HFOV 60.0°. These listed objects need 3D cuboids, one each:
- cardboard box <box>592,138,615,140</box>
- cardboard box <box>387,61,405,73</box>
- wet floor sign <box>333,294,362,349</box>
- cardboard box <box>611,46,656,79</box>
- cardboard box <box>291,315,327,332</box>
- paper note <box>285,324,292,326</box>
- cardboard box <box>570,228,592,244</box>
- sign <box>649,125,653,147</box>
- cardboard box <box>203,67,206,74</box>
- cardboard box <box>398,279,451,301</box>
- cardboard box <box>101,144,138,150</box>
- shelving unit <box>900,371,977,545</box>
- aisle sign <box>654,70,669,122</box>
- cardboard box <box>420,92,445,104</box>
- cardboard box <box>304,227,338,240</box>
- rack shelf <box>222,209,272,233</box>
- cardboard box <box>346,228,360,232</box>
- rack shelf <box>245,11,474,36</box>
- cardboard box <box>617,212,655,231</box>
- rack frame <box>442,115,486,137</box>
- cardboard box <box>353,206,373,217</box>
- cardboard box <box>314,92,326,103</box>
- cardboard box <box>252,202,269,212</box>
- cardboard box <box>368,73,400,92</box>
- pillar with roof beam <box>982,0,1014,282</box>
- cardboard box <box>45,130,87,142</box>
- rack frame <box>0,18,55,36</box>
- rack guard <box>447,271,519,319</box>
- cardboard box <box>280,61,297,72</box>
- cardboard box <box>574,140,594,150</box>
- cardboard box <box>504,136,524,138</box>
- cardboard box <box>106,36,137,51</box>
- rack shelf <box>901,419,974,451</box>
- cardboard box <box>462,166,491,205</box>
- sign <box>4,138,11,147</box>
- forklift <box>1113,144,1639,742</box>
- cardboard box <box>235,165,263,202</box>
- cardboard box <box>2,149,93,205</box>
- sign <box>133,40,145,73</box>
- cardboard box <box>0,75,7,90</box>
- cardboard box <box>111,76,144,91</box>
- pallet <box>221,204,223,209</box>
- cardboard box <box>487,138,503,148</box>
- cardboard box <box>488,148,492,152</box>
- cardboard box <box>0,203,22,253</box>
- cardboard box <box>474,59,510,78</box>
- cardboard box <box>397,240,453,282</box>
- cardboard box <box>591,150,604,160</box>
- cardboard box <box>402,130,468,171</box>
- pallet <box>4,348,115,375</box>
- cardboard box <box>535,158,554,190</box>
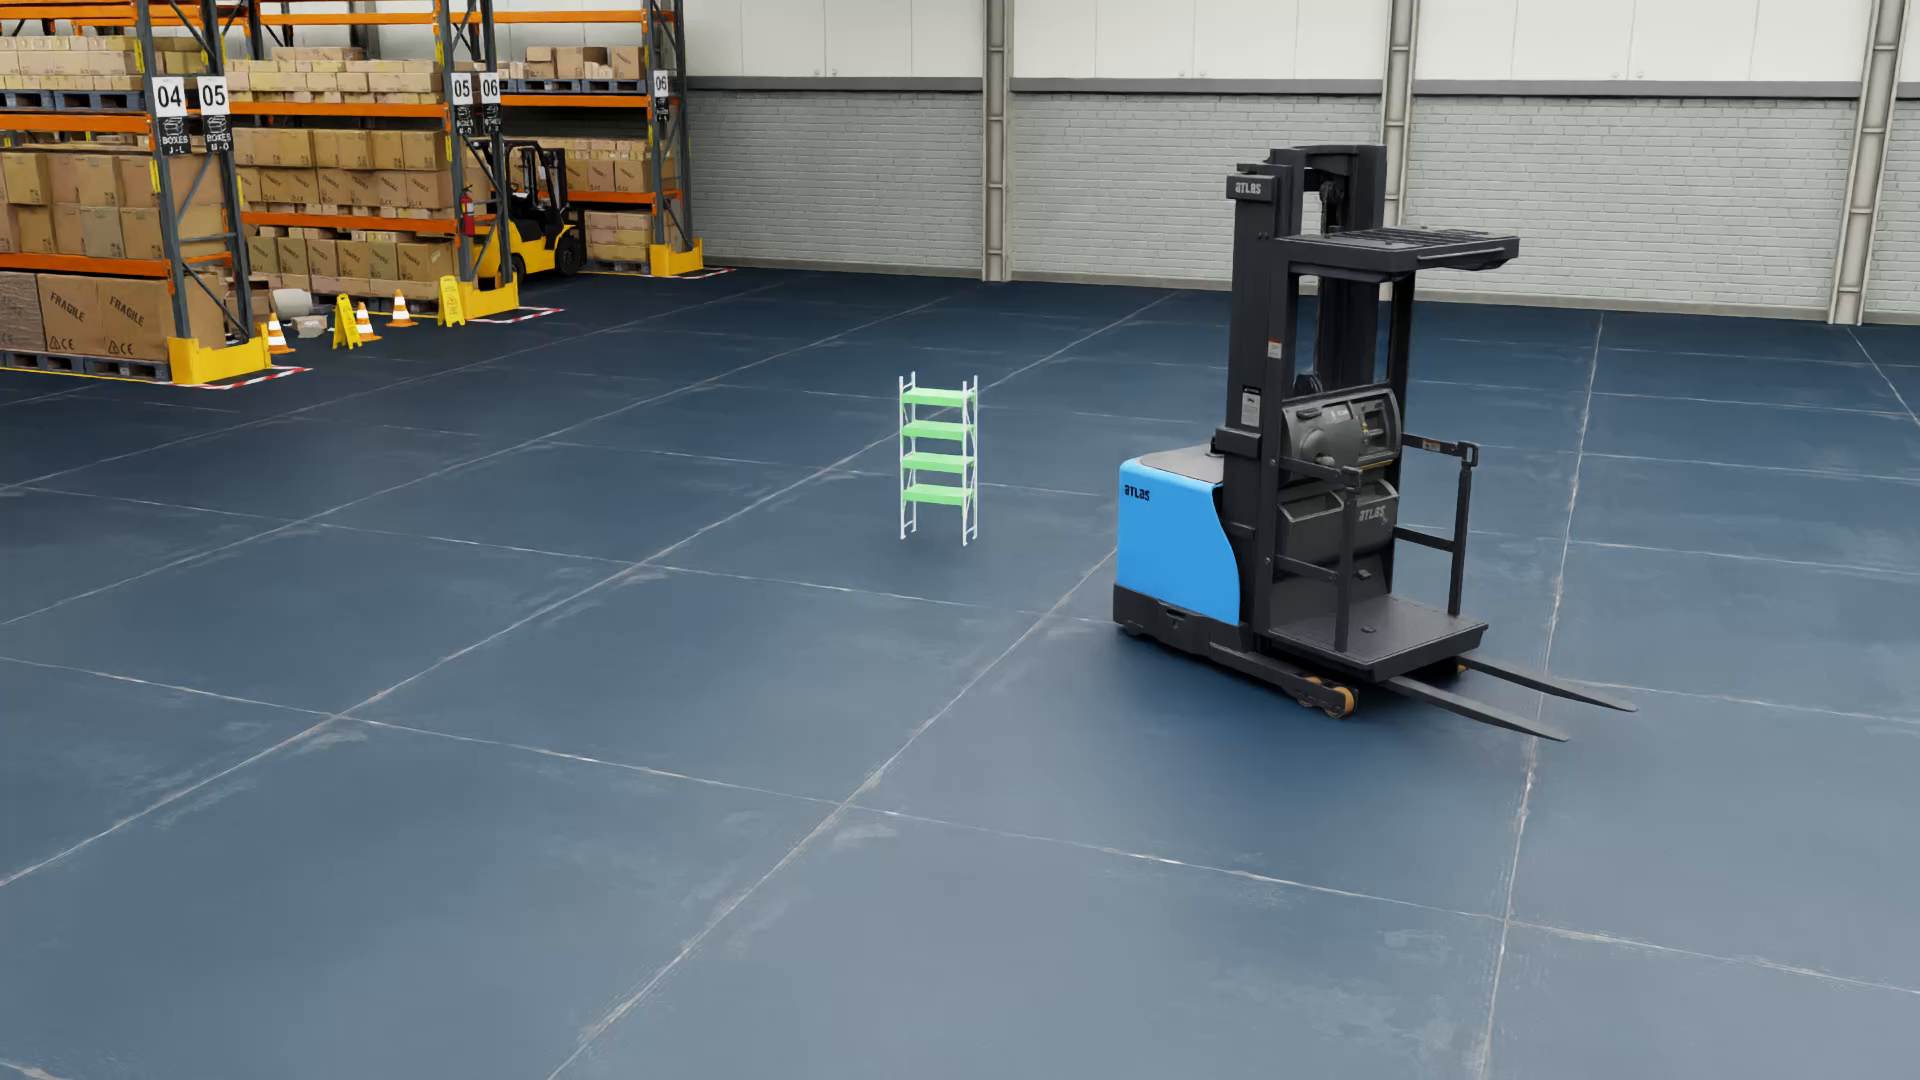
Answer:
[{"bbox_3d":[-5.874,-6.563,27.524,0.250,0.149,0.380,7,18,22],"label":"cardboard box"},{"bbox_3d":[-7.390,-6.293,22.111,0.250,0.149,0.380,6,17,20],"label":"cardboard box"},{"bbox_3d":[-7.465,-2.660,20.180,0.232,0.644,0.267,3,17,11],"label":"wet floor sign"},{"bbox_3d":[-5.180,-7.583,26.421,0.500,0.500,0.500,7,18,22],"label":"cardboard box"},{"bbox_3d":[-8.456,-2.816,21.606,0.380,0.149,0.250,-12,20,-37],"label":"cardboard box"},{"bbox_3d":[-8.842,-2.850,21.955,0.142,0.019,0.148,14,21,40],"label":"paper note"},{"bbox_3d":[-6.197,-5.054,27.484,0.500,0.250,0.500,6,17,19],"label":"cardboard box"},{"bbox_3d":[-4.891,-6.393,26.313,0.005,0.325,0.100,6,17,21],"label":"sign"},{"bbox_3d":[-10.814,-6.576,23.581,0.500,0.250,0.500,6,17,20],"label":"cardboard box"},{"bbox_3d":[-7.370,-3.471,22.929,0.500,0.250,0.500,6,17,20],"label":"cardboard box"},{"bbox_3d":[-12.159,-5.522,24.349,0.500,0.500,0.500,6,17,19],"label":"cardboard box"},{"bbox_3d":[-0.154,-0.593,12.065,0.503,1.200,0.258,6,17,21],"label":"shelving unit"},{"bbox_3d":[-4.726,-7.028,26.339,0.004,0.787,0.394,6,17,21],"label":"aisle sign"},{"bbox_3d":[-6.931,-5.859,22.044,0.250,0.149,0.380,6,17,21],"label":"cardboard box"},{"bbox_3d":[-8.943,-4.299,23.272,0.250,0.149,0.380,7,18,24],"label":"cardboard box"},{"bbox_3d":[-12.078,-4.843,24.766,4.000,0.370,1.077,6,17,21],"label":"rack shelf"},{"bbox_3d":[-10.309,-5.541,29.386,0.625,0.625,0.875,6,17,18],"label":"cardboard box"},{"bbox_3d":[-10.260,-8.820,28.421,4.000,0.370,1.077,6,17,21],"label":"rack shelf"},{"bbox_3d":[-5.222,-5.190,27.056,0.500,0.250,0.500,7,18,22],"label":"cardboard box"},{"bbox_3d":[-8.400,-6.272,28.397,0.127,3.000,1.000,6,17,21],"label":"rack frame"},{"bbox_3d":[-8.139,-4.549,22.915,0.250,0.149,0.380,6,17,20],"label":"cardboard box"},{"bbox_3d":[-8.581,-6.050,22.704,0.250,0.149,0.380,6,17,21],"label":"cardboard box"},{"bbox_3d":[-9.788,-4.735,23.556,0.250,0.149,0.380,7,18,22],"label":"cardboard box"},{"bbox_3d":[-7.534,-6.124,22.243,0.500,0.250,0.500,6,17,20],"label":"cardboard box"},{"bbox_3d":[-0.994,-7.318,21.241,0.400,9.000,9.100,6,17,21],"label":"pillar with roof beam"},{"bbox_3d":[-17.130,-7.742,31.853,0.500,0.500,0.500,6,17,19],"label":"cardboard box"},{"bbox_3d":[-13.939,-8.274,24.534,0.127,3.000,1.000,6,17,21],"label":"rack frame"},{"bbox_3d":[-6.567,-3.382,22.927,0.348,0.500,1.175,6,17,21],"label":"rack guard"},{"bbox_3d":[-9.066,-6.475,22.738,0.250,0.149,0.380,6,17,19],"label":"cardboard box"},{"bbox_3d":[-6.071,-6.426,27.053,0.250,0.149,0.380,7,18,22],"label":"cardboard box"},{"bbox_3d":[-7.523,-6.760,28.201,0.250,0.149,0.380,6,17,20],"label":"cardboard box"},{"bbox_3d":[-8.657,-5.179,17.342,0.250,0.149,0.380,6,17,21],"label":"cardboard box"},{"bbox_3d":[-0.154,-0.762,12.016,0.480,0.148,0.258,6,17,21],"label":"rack shelf"},{"bbox_3d":[-6.836,-4.886,22.911,0.500,0.500,0.500,6,17,20],"label":"cardboard box"},{"bbox_3d":[-14.139,-5.805,24.712,0.005,0.325,0.100,6,17,21],"label":"sign"},{"bbox_3d":[2.245,-0.612,9.025,1.130,2.935,3.031,-12,20,-36],"label":"forklift"},{"bbox_3d":[-9.911,-5.057,23.501,0.500,0.500,0.500,6,17,20],"label":"cardboard box"},{"bbox_3d":[-10.107,-4.064,18.588,0.500,0.550,0.875,6,17,21],"label":"cardboard box"},{"bbox_3d":[-8.431,-4.969,17.083,0.005,0.325,0.100,6,17,21],"label":"sign"},{"bbox_3d":[-10.311,-4.978,18.079,0.250,0.149,0.380,7,17,21],"label":"cardboard box"},{"bbox_3d":[-8.653,-4.796,17.452,0.250,0.149,0.380,6,17,21],"label":"cardboard box"},{"bbox_3d":[-10.875,-5.008,24.387,1.213,0.211,1.003,6,17,21],"label":"pallet"},{"bbox_3d":[-7.695,-6.637,27.780,0.250,0.149,0.380,6,17,20],"label":"cardboard box"},{"bbox_3d":[-7.706,-6.485,27.788,0.250,0.149,0.380,6,17,21],"label":"cardboard box"},{"bbox_3d":[-10.613,-3.591,18.894,0.550,0.550,0.875,6,17,21],"label":"cardboard box"},{"bbox_3d":[-7.715,-7.771,27.407,0.500,0.311,0.500,7,17,22],"label":"cardboard box"},{"bbox_3d":[-7.338,-3.830,22.821,0.500,0.500,0.500,6,17,21],"label":"cardboard box"},{"bbox_3d":[-5.798,-6.274,27.062,0.250,0.149,0.380,6,17,20],"label":"cardboard box"},{"bbox_3d":[-7.052,-5.241,22.341,0.500,0.500,0.700,6,17,19],"label":"cardboard box"},{"bbox_3d":[-10.122,-2.128,19.126,1.213,0.211,1.003,6,17,21],"label":"pallet"},{"bbox_3d":[-6.661,-6.049,27.451,0.500,0.500,0.500,6,17,21],"label":"cardboard box"}]
